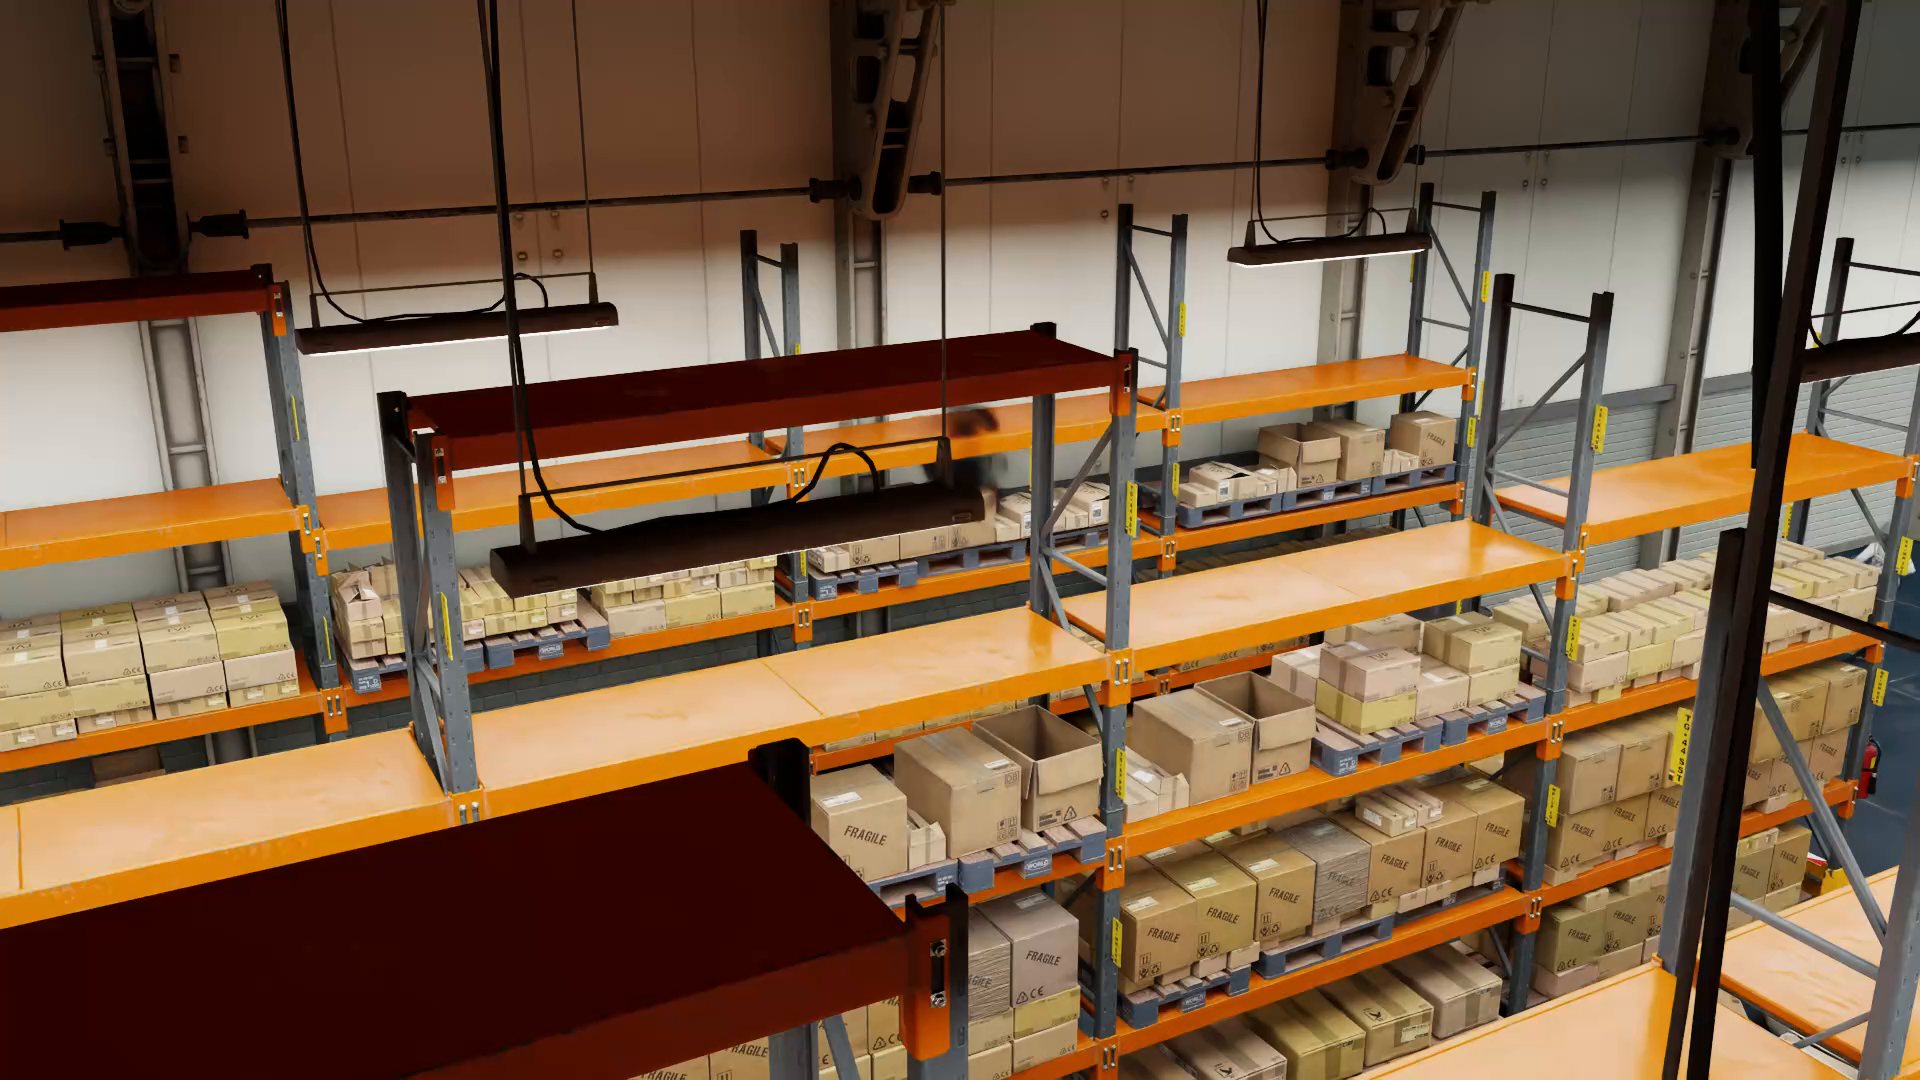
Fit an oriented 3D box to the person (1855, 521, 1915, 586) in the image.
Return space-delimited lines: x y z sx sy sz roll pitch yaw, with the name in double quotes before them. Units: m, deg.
"person" 11.587 0.618 20.916 0.805 1.748 0.612 -16 24 -41
